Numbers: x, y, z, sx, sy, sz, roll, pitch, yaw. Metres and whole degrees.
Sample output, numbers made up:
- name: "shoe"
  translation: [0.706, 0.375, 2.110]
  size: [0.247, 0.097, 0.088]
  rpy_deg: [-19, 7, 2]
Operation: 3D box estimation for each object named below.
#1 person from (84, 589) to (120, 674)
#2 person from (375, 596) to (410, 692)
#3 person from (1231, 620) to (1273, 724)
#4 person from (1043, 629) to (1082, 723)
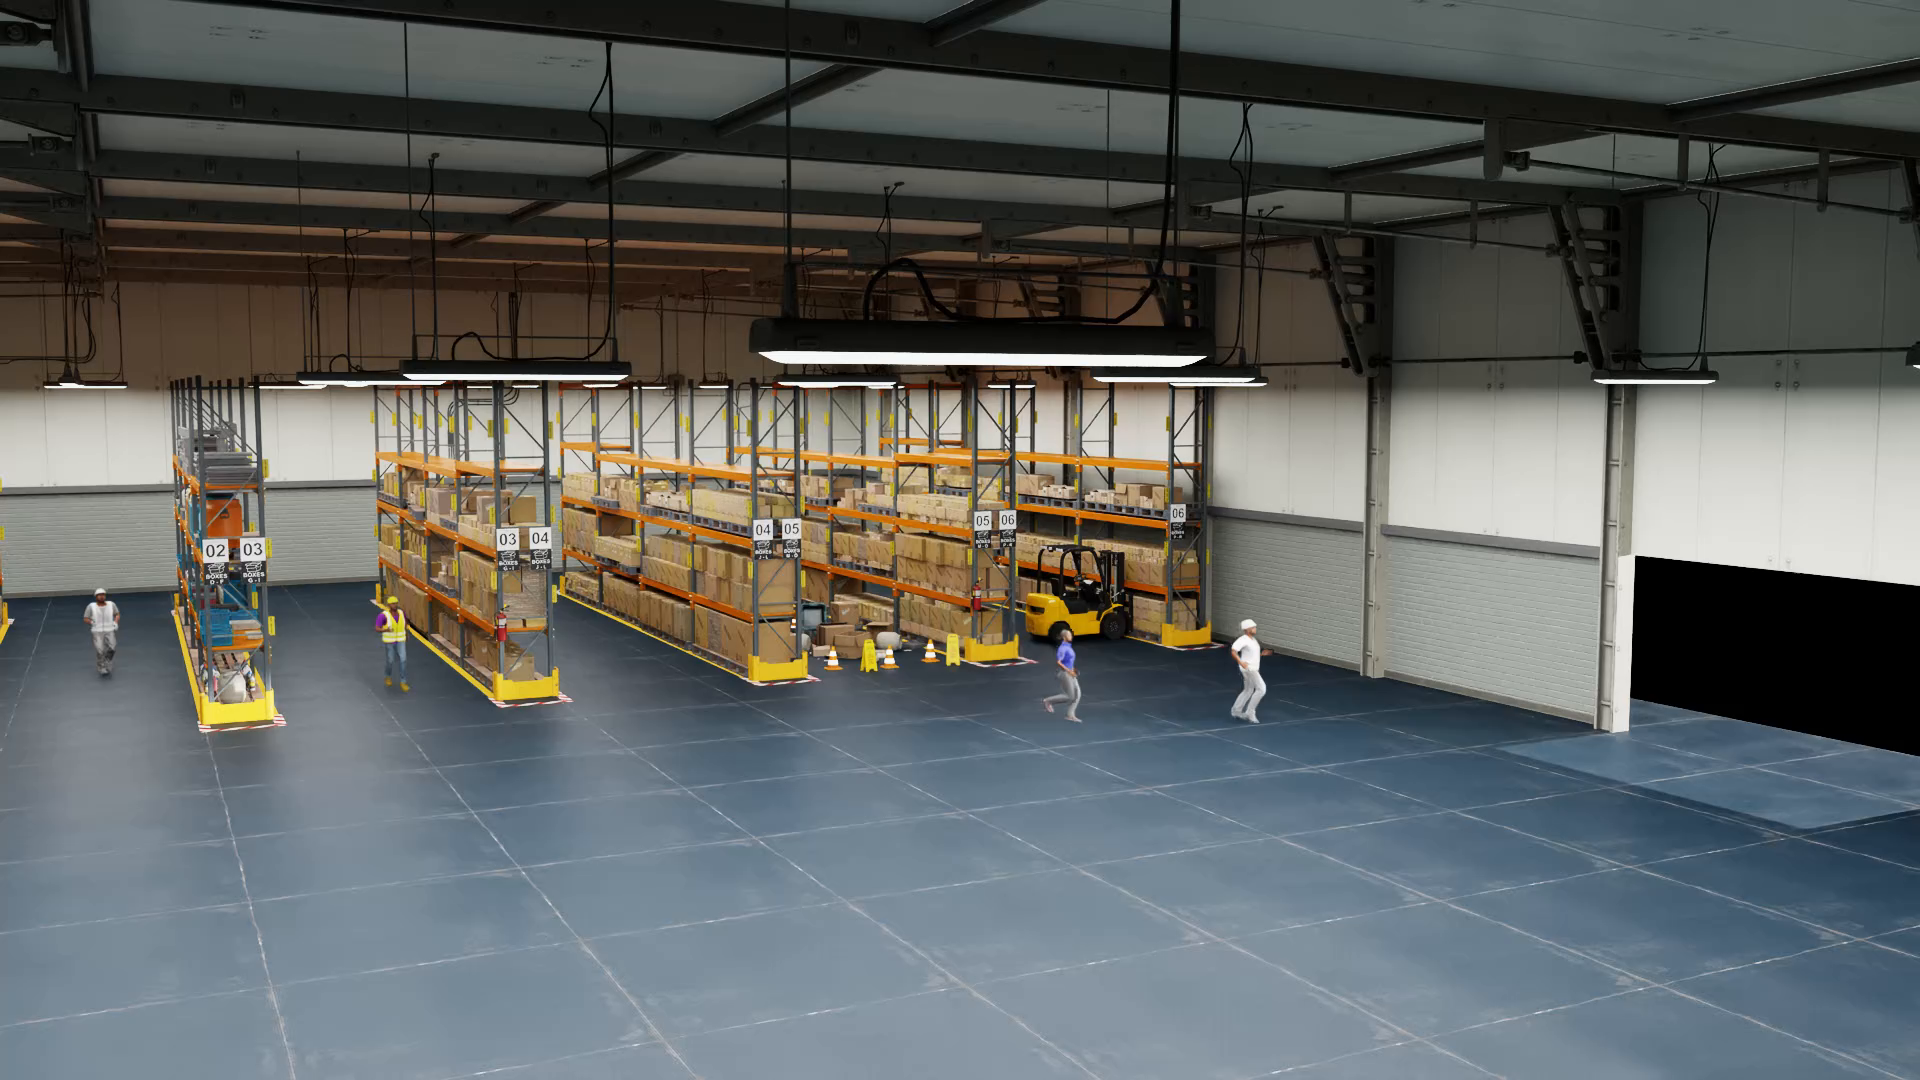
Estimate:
- name: "person"
  translation: [-17.325, 1.855, 33.643]
  size: [0.669, 1.737, 0.589]
  rpy_deg: [-4, 6, -35]
- name: "person"
  translation: [-10.912, 1.981, 32.004]
  size: [0.689, 1.805, 0.883]
  rpy_deg: [-3, 6, -34]
- name: "person"
  translation: [5.055, 2.285, 28.865]
  size: [0.696, 1.809, 0.674]
  rpy_deg: [2, 5, 17]
- name: "person"
  translation: [1.831, 2.361, 28.935]
  size: [0.607, 1.628, 0.584]
  rpy_deg: [1, 5, 14]
